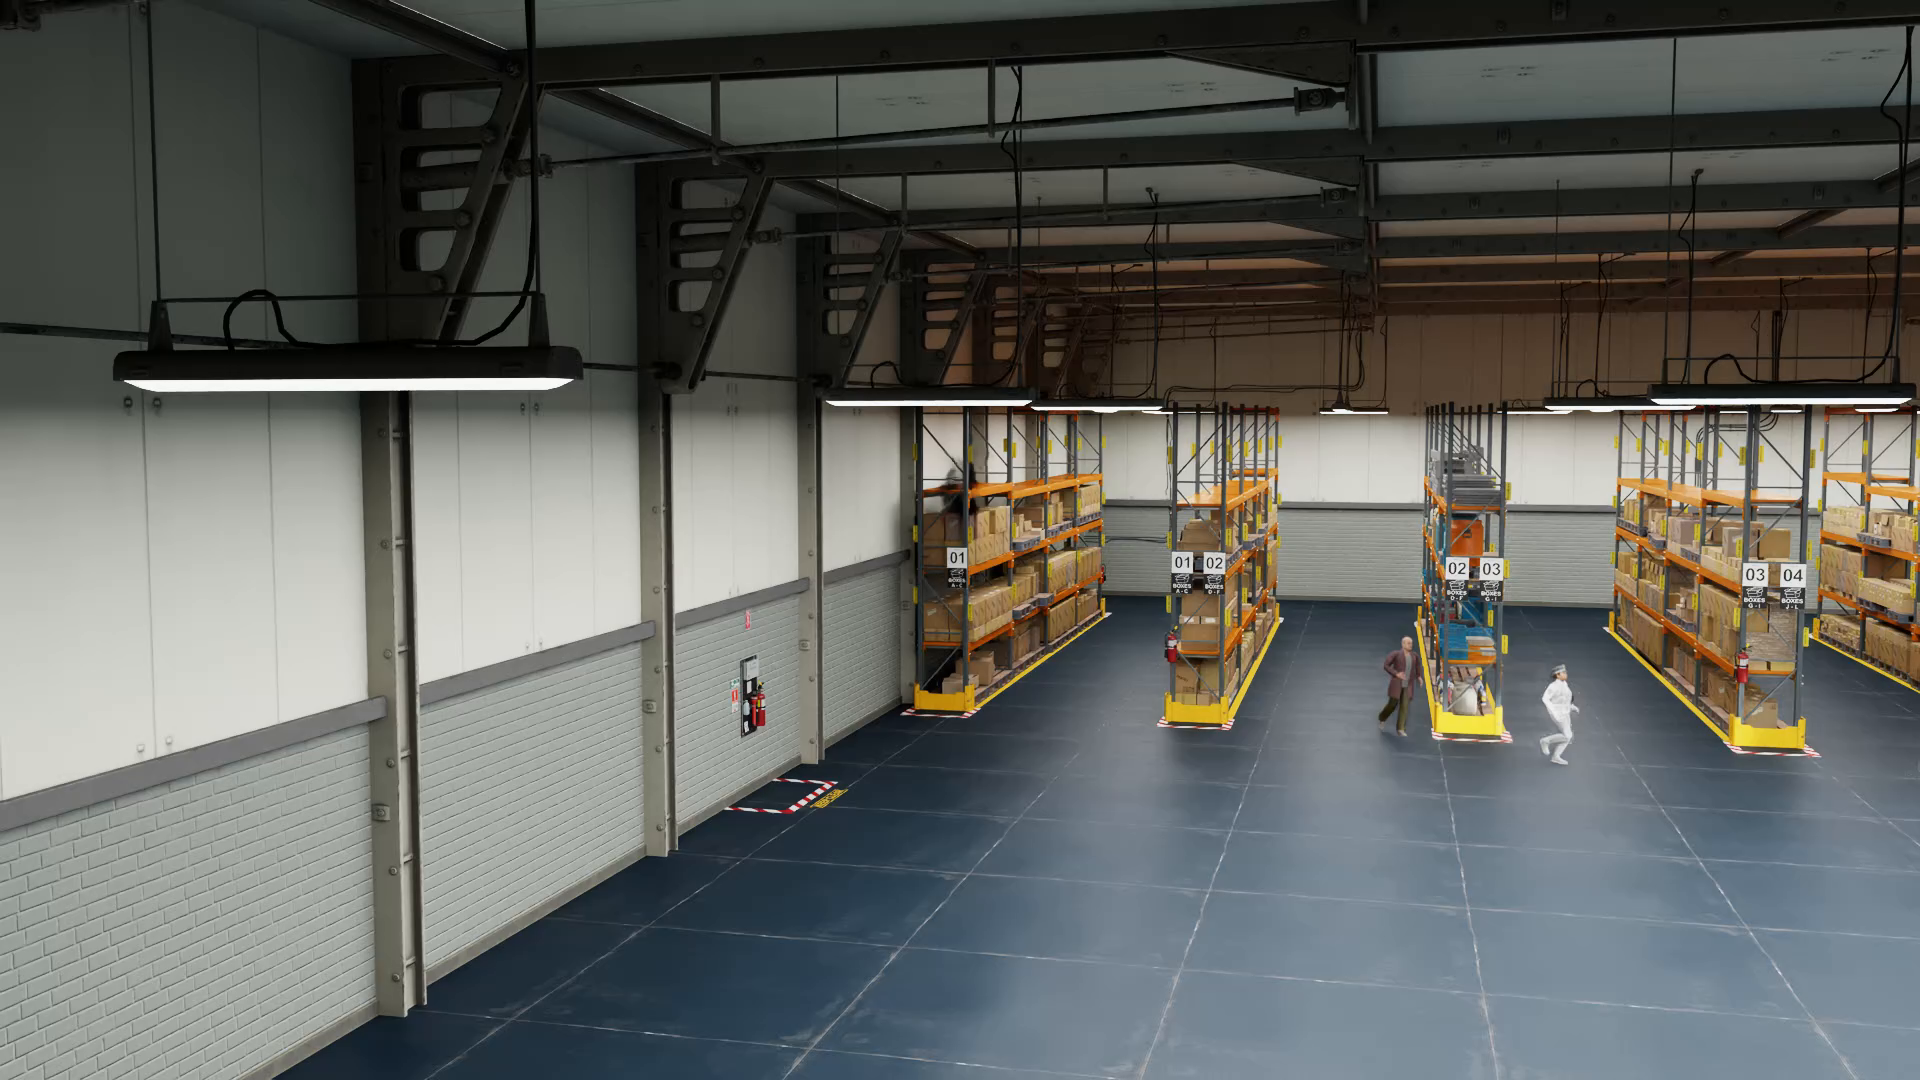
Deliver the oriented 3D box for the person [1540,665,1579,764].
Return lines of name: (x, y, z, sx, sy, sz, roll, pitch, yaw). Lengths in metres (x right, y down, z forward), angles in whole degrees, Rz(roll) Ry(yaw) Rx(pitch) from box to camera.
person: (9.908, 2.875, 27.478, 0.554, 1.655, 0.602, 4, 6, 44)

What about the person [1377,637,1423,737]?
person: (7.985, 2.618, 29.893, 0.772, 1.746, 0.978, -1, 4, -10)
